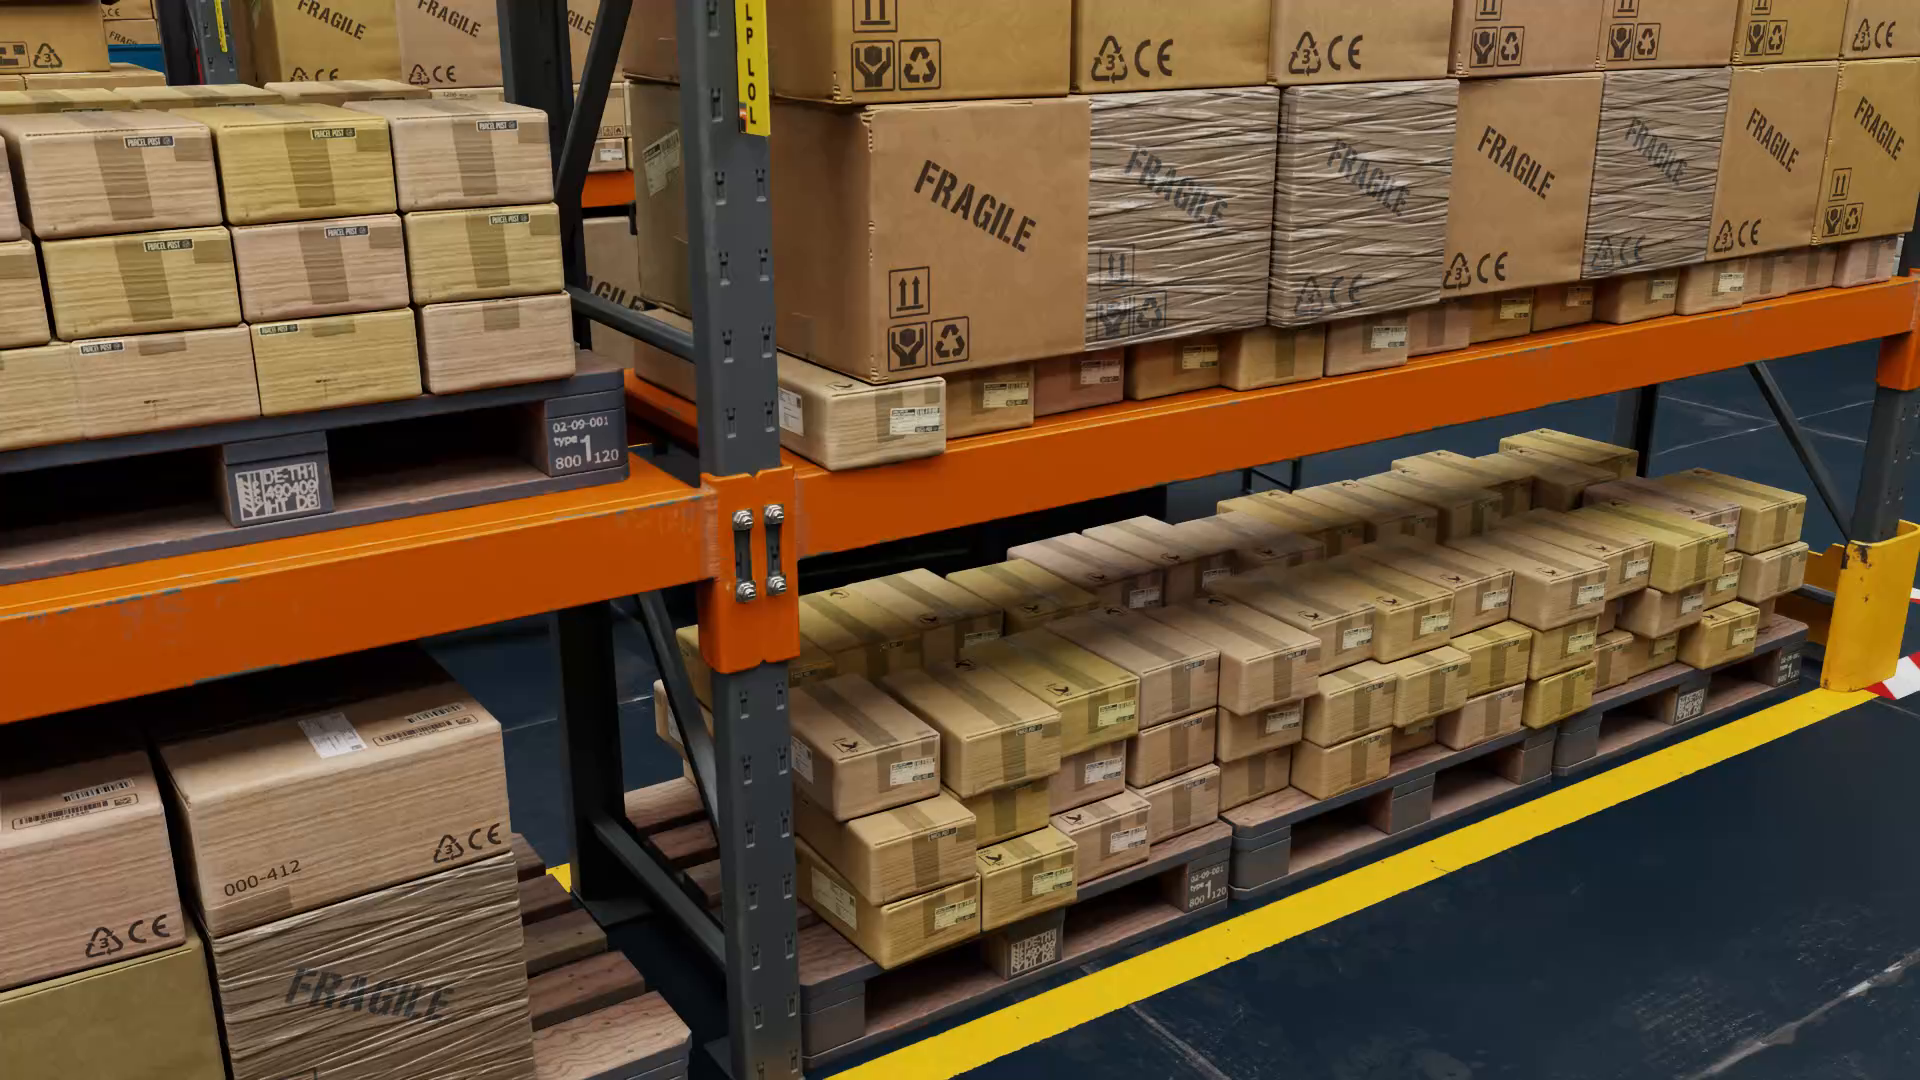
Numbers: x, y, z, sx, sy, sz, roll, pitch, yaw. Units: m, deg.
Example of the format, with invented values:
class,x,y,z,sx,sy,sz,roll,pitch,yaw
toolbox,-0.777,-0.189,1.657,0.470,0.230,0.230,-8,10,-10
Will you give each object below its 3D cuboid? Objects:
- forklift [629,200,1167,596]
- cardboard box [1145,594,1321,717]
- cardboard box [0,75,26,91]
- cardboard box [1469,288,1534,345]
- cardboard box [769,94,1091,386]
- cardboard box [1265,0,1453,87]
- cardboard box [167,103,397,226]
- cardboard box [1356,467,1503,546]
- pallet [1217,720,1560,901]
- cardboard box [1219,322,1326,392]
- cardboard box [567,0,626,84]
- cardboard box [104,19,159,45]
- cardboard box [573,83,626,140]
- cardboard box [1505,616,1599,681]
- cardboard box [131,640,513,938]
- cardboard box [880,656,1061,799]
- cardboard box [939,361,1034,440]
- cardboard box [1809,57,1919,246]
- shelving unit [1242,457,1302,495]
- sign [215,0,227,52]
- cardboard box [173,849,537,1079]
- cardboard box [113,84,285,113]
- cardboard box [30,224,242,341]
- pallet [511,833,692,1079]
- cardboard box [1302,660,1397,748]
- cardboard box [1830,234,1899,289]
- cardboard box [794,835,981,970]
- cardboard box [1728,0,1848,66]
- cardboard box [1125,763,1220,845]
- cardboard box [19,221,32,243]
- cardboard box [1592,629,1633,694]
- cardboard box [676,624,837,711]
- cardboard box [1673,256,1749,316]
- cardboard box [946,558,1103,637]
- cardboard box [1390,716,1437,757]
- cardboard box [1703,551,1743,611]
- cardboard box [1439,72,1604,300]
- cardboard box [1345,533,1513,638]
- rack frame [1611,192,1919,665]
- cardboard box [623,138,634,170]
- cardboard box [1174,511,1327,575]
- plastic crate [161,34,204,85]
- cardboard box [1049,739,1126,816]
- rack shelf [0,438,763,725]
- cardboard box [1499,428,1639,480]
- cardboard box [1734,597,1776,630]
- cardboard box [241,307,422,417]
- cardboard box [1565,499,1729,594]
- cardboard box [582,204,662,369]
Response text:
class,x,y,z,sx,sy,sz,roll,pitch,yaw
forklift,-0.755,-1.279,5.952,3.031,2.935,1.130,-8,20,-22
cardboard box,0.666,0.278,4.106,0.250,0.149,0.380,-11,22,-30
cardboard box,-3.946,-1.572,6.555,0.500,0.500,0.500,-11,22,-30
cardboard box,1.242,-0.619,4.285,0.250,0.149,0.380,-11,22,-30
cardboard box,-0.093,-0.629,3.302,0.500,0.500,0.500,-12,22,-32
cardboard box,0.728,-1.273,3.645,0.500,0.500,0.500,-11,22,-31
cardboard box,-1.097,-0.612,2.680,0.250,0.149,0.380,-13,22,-33
cardboard box,1.465,-0.098,5.217,0.250,0.149,0.380,-13,23,-34
pallet,0.916,0.556,4.771,1.213,0.211,1.003,-12,22,-31
cardboard box,0.617,-0.464,3.826,0.250,0.149,0.380,-11,22,-30
cardboard box,-1.901,-2.384,7.712,0.500,0.500,0.500,-13,22,-33
cardboard box,-7.732,-4.571,15.426,0.500,0.500,0.500,-11,22,-30
cardboard box,-1.905,-2.027,7.827,0.500,0.250,0.500,-11,22,-30
cardboard box,1.553,0.241,4.679,0.250,0.149,0.380,-12,22,-31
cardboard box,-1.128,0.408,2.932,0.500,0.250,0.500,-13,22,-33
cardboard box,0.019,0.411,3.713,0.250,0.149,0.380,-11,21,-29
cardboard box,-0.054,-0.330,3.429,0.250,0.149,0.380,-11,22,-30
cardboard box,2.462,-1.166,4.889,0.500,0.500,0.500,-11,22,-30
shelving unit,1.011,-0.828,6.853,0.755,1.500,0.431,-8,20,-22
sign,-2.982,-2.133,6.687,0.005,0.325,0.100,-12,22,-31
cardboard box,-1.125,0.762,3.055,0.500,0.500,0.500,-12,22,-32
cardboard box,-1.457,-0.786,3.193,0.250,0.149,0.380,-11,22,-30
cardboard box,-1.297,-0.429,2.603,0.250,0.149,0.380,-11,21,-29
pallet,-1.295,1.037,3.346,1.213,0.211,1.003,-12,22,-31
cardboard box,0.895,0.374,4.287,0.250,0.149,0.380,-12,22,-32
cardboard box,2.579,-0.874,5.037,0.250,0.149,0.380,-12,22,-31
cardboard box,-0.164,0.752,3.632,0.250,0.149,0.380,-13,23,-34
cardboard box,2.027,-1.551,4.468,0.500,0.500,0.500,-13,23,-33
cardboard box,0.421,0.590,4.113,0.250,0.149,0.380,-12,22,-33
cardboard box,-1.658,-0.604,3.119,0.250,0.149,0.380,-11,22,-30
cardboard box,1.744,0.317,4.918,0.250,0.149,0.380,-12,22,-31
cardboard box,-0.491,0.316,3.992,0.250,0.149,0.380,-11,22,-30
cardboard box,1.949,-0.740,4.644,0.250,0.149,0.380,-11,22,-30
cardboard box,0.164,0.190,4.365,0.250,0.149,0.380,-11,22,-30
cardboard box,1.074,0.446,4.537,0.250,0.149,0.380,-11,22,-30
cardboard box,2.164,0.086,5.138,0.250,0.149,0.380,-13,22,-33
cardboard box,1.188,-0.900,4.102,0.500,0.500,0.500,-11,21,-29
cardboard box,1.279,0.121,4.569,0.250,0.149,0.380,-13,23,-33
rack frame,2.696,-1.126,5.391,0.127,3.000,1.000,-12,22,-31
cardboard box,-1.558,-1.885,8.028,0.250,0.149,0.380,-13,22,-33
cardboard box,0.826,0.053,4.773,0.250,0.149,0.380,-12,22,-31
plastic crate,-5.129,-3.239,11.449,0.583,0.464,0.402,-12,22,-31
cardboard box,0.179,0.490,3.942,0.250,0.149,0.380,-12,22,-32
rack shelf,-2.316,0.272,2.380,4.000,0.370,1.077,-12,22,-31
cardboard box,2.071,-0.254,5.681,0.250,0.149,0.380,-13,23,-34
cardboard box,2.371,0.174,5.341,0.250,0.149,0.380,-11,22,-30
cardboard box,-1.085,-0.332,2.780,0.250,0.149,0.380,-12,22,-31
cardboard box,2.005,0.014,4.888,0.250,0.149,0.380,-12,22,-33
cardboard box,-1.942,-1.211,8.306,0.875,0.875,0.875,-12,22,-31
